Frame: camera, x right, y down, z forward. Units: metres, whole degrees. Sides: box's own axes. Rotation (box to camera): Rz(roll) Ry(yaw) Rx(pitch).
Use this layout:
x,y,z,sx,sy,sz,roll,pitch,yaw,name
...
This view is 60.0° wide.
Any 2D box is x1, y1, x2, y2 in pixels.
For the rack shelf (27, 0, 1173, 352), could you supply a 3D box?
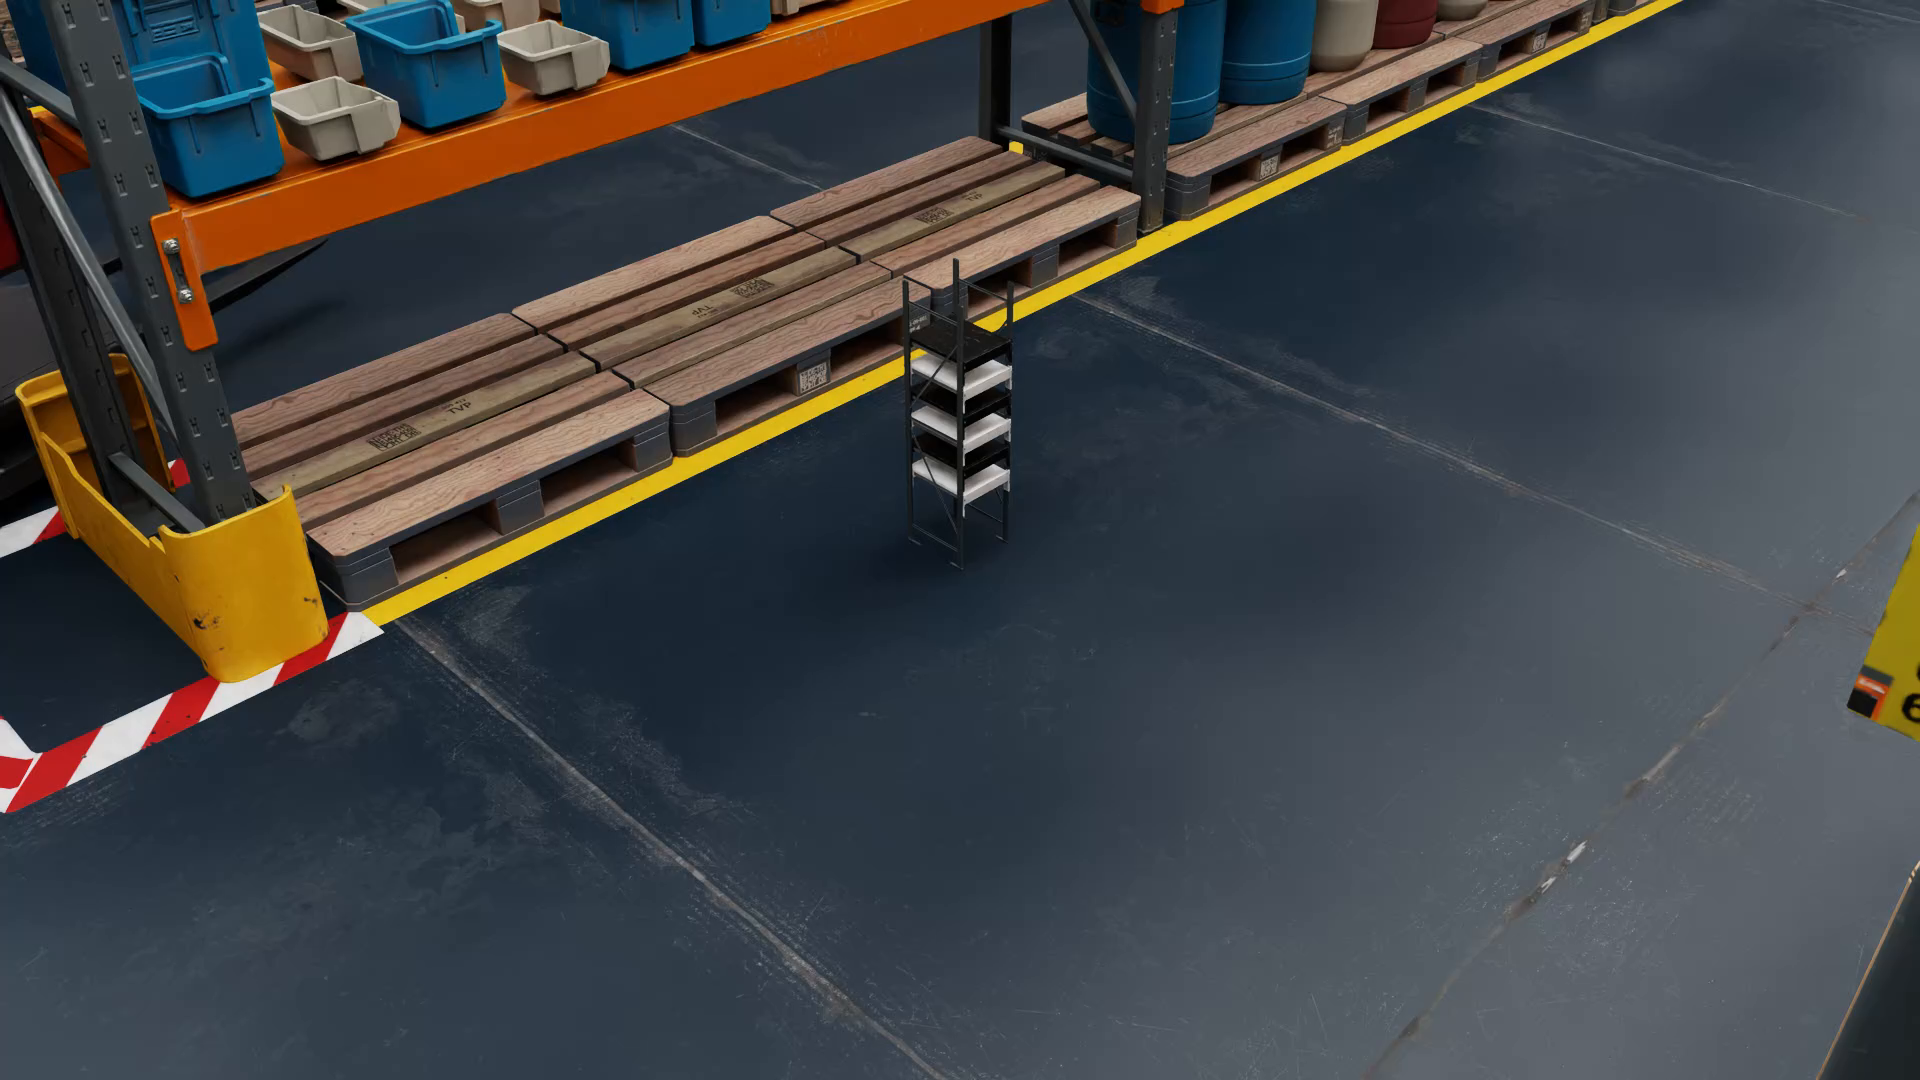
x,y,z,sx,sy,sz,roll,pitch,yaw,name
-0.932,-1.649,5.621,1.077,0.370,4.000,30,45,35,rack shelf

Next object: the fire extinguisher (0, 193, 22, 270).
x,y,z,sx,sy,sz,roll,pitch,yaw,name
-2.769,-1.069,4.555,0.296,0.674,0.183,30,45,35,fire extinguisher

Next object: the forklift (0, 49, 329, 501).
x,y,z,sx,sy,sz,roll,pitch,yaw,name
-3.454,-1.523,4.872,1.130,2.935,3.031,15,38,21,forklift

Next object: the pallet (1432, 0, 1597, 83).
x,y,z,sx,sy,sz,roll,pitch,yaw,name
2.770,-2.899,9.223,1.003,0.211,1.213,30,45,35,pallet

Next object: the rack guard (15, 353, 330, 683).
x,y,z,sx,sy,sz,roll,pitch,yaw,name
-2.348,-0.092,4.945,1.175,0.500,0.348,30,45,35,rack guard

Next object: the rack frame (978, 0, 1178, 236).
x,y,z,sx,sy,sz,roll,pitch,yaw,name
0.478,-2.756,6.580,1.000,3.000,0.127,30,45,35,rack frame

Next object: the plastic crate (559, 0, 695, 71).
x,y,z,sx,sy,sz,roll,pitch,yaw,name
-1.005,-1.590,5.002,0.416,0.233,0.300,30,45,35,plastic crate

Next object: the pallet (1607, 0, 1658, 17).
x,y,z,sx,sy,sz,roll,pitch,yaw,name
3.869,-3.535,10.134,1.003,0.211,1.213,30,45,35,pallet

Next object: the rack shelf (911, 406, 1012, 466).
x,y,z,sx,sy,sz,roll,pitch,yaw,name
-0.006,-0.338,5.007,0.258,0.077,0.200,30,45,35,rack shelf

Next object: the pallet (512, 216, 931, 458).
x,y,z,sx,sy,sz,roll,pitch,yaw,name
-0.873,-0.800,6.213,1.003,0.211,1.213,30,45,35,pallet

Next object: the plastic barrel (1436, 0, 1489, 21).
x,y,z,sx,sy,sz,roll,pitch,yaw,name
2.629,-3.061,8.824,0.421,0.512,0.421,0,35,0,plastic barrel

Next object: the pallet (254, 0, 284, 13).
x,y,z,sx,sy,sz,roll,pitch,yaw,name
-4.488,-2.834,9.129,1.003,0.211,1.213,30,45,35,pallet

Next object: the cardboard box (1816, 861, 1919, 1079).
x,y,z,sx,sy,sz,roll,pitch,yaw,name
1.294,0.533,1.776,0.500,0.500,0.500,-28,44,-34,cardboard box

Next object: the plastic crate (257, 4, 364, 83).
x,y,z,sx,sy,sz,roll,pitch,yaw,name
-1.895,-1.453,4.889,0.396,0.136,0.243,30,45,35,plastic crate

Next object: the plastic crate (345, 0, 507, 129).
x,y,z,sx,sy,sz,roll,pitch,yaw,name
-1.469,-1.323,4.619,0.416,0.233,0.300,30,45,35,plastic crate

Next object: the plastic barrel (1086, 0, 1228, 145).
x,y,z,sx,sy,sz,roll,pitch,yaw,name
0.873,-2.282,7.366,0.600,0.901,0.708,30,45,35,plastic barrel

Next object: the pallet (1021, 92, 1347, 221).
x,y,z,sx,sy,sz,roll,pitch,yaw,name
1.051,-1.909,7.802,1.003,0.211,1.213,30,45,35,pallet

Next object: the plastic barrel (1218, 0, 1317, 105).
x,y,z,sx,sy,sz,roll,pitch,yaw,name
1.372,-2.569,7.779,0.600,0.901,0.708,30,45,35,plastic barrel

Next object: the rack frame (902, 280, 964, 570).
x,y,z,sx,sy,sz,roll,pitch,yaw,name
-0.077,-0.325,4.929,0.240,0.900,0.006,30,45,35,rack frame

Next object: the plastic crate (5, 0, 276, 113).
x,y,z,sx,sy,sz,roll,pitch,yaw,name
-2.237,-1.383,4.527,0.616,0.435,0.499,30,45,35,plastic crate

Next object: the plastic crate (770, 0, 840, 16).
x,y,z,sx,sy,sz,roll,pitch,yaw,name
-0.536,-1.844,5.451,0.293,0.136,0.466,30,45,35,plastic crate

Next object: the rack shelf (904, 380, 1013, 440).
x,y,z,sx,sy,sz,roll,pitch,yaw,name
-0.006,-0.412,4.955,0.258,0.077,0.200,30,45,35,rack shelf

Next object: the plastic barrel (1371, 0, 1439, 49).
x,y,z,sx,sy,sz,roll,pitch,yaw,name
2.168,-2.899,8.526,0.600,0.588,0.708,30,45,35,plastic barrel

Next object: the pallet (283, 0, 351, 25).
x,y,z,sx,sy,sz,roll,pitch,yaw,name
-3.629,-3.331,9.842,1.003,0.211,1.213,30,45,35,pallet

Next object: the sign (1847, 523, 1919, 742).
x,y,z,sx,sy,sz,roll,pitch,yaw,name
0.792,0.029,1.297,0.100,0.325,0.005,30,45,35,sign

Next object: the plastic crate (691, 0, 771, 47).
x,y,z,sx,sy,sz,roll,pitch,yaw,name
-0.794,-1.712,5.177,0.416,0.233,0.300,30,45,35,plastic crate

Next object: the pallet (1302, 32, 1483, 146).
x,y,z,sx,sy,sz,roll,pitch,yaw,name
1.910,-2.406,8.516,1.003,0.211,1.213,30,45,35,pallet

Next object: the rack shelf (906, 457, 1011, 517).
x,y,z,sx,sy,sz,roll,pitch,yaw,name
-0.006,-0.191,5.110,0.258,0.077,0.200,30,45,35,rack shelf

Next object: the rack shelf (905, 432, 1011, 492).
x,y,z,sx,sy,sz,roll,pitch,yaw,name
-0.006,-0.265,5.058,0.258,0.077,0.200,30,45,35,rack shelf

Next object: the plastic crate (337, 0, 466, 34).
x,y,z,sx,sy,sz,roll,pitch,yaw,name
-1.680,-1.565,5.049,0.396,0.136,0.243,30,45,35,plastic crate

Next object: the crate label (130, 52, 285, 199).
x,y,z,sx,sy,sz,roll,pitch,yaw,name
-1.933,-1.056,4.235,0.416,0.233,0.303,30,45,35,crate label

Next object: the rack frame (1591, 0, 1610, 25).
x,y,z,sx,sy,sz,roll,pitch,yaw,name
3.296,-4.380,8.908,1.000,3.000,0.127,30,45,35,rack frame

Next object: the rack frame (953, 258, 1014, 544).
x,y,z,sx,sy,sz,roll,pitch,yaw,name
0.066,-0.407,5.047,0.240,0.900,0.006,30,45,35,rack frame

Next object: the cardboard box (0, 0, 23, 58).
x,y,z,sx,sy,sz,roll,pitch,yaw,name
-4.820,-3.091,8.550,0.875,0.875,0.875,30,45,35,cardboard box

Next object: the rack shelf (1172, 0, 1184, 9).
x,y,z,sx,sy,sz,roll,pitch,yaw,name
1.887,-3.273,7.949,1.077,0.370,4.000,30,45,35,rack shelf

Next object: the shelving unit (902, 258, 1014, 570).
x,y,z,sx,sy,sz,roll,pitch,yaw,name
-0.006,-0.366,4.988,0.258,0.900,0.210,30,45,35,shelving unit

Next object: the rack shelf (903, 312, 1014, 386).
x,y,z,sx,sy,sz,roll,pitch,yaw,name
-0.006,-0.560,4.852,0.258,0.077,0.200,30,45,35,rack shelf

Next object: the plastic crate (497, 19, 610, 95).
x,y,z,sx,sy,sz,roll,pitch,yaw,name
-1.170,-1.388,4.797,0.250,0.136,0.298,30,45,35,plastic crate

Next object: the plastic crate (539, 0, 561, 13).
x,y,z,sx,sy,sz,roll,pitch,yaw,name
-1.306,-1.815,5.408,0.298,0.136,0.250,30,45,35,plastic crate

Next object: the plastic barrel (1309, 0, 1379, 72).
x,y,z,sx,sy,sz,roll,pitch,yaw,name
1.833,-2.602,8.167,0.421,0.512,0.421,0,35,0,plastic barrel

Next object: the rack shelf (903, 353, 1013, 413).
x,y,z,sx,sy,sz,roll,pitch,yaw,name
-0.006,-0.486,4.904,0.258,0.077,0.200,30,45,35,rack shelf

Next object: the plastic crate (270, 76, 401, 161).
x,y,z,sx,sy,sz,roll,pitch,yaw,name
-1.648,-1.113,4.402,0.250,0.136,0.298,30,45,35,plastic crate

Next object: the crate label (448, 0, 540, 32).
x,y,z,sx,sy,sz,roll,pitch,yaw,name
-1.501,-1.687,5.225,0.396,0.136,0.243,30,45,35,crate label

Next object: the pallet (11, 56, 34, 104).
x,y,z,sx,sy,sz,roll,pitch,yaw,name
-5.348,-2.341,8.422,1.003,0.211,1.213,30,45,35,pallet

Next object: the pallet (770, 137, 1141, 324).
x,y,z,sx,sy,sz,roll,pitch,yaw,name
-0.013,-1.298,6.927,1.003,0.211,1.213,30,45,35,pallet

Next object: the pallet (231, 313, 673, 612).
x,y,z,sx,sy,sz,roll,pitch,yaw,name
-1.732,-0.308,5.507,1.003,0.211,1.213,30,45,35,pallet

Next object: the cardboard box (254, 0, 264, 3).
x,y,z,sx,sy,sz,roll,pitch,yaw,name
-4.193,-3.452,9.068,0.875,0.875,0.875,30,45,35,cardboard box

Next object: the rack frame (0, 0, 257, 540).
x,y,z,sx,sy,sz,roll,pitch,yaw,name
-2.341,-1.132,4.251,1.000,3.000,0.127,30,45,35,rack frame
